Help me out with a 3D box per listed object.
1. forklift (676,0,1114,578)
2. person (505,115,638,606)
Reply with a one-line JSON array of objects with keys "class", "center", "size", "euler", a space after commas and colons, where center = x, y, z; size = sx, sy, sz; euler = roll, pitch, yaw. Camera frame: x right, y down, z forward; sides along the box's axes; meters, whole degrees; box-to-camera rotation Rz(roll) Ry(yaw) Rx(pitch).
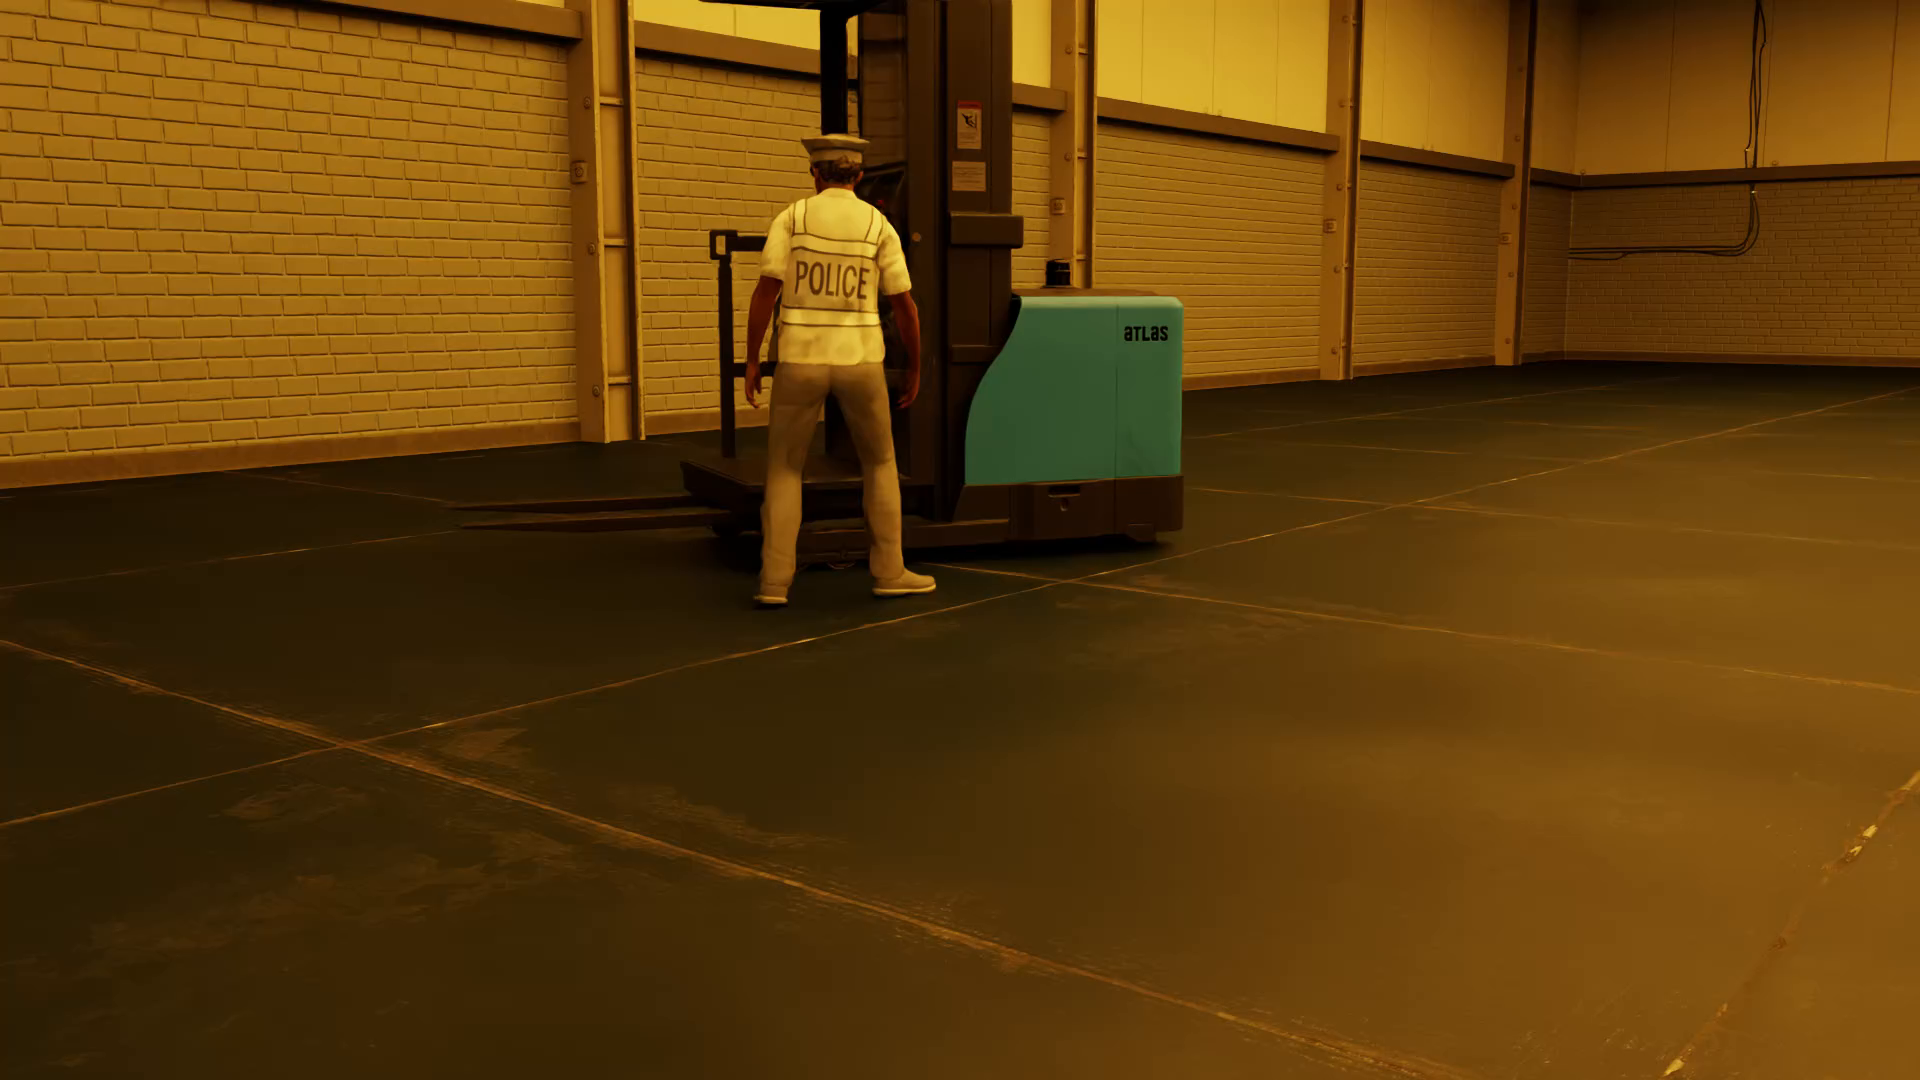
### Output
[{"class": "forklift", "center": [-0.176, -1.366, 6.616], "size": [1.130, 2.935, 3.031], "euler": [3, 9, 17]}, {"class": "person", "center": [-1.395, -0.627, 5.859], "size": [0.383, 1.690, 0.604], "euler": [-5, 10, -29]}]
